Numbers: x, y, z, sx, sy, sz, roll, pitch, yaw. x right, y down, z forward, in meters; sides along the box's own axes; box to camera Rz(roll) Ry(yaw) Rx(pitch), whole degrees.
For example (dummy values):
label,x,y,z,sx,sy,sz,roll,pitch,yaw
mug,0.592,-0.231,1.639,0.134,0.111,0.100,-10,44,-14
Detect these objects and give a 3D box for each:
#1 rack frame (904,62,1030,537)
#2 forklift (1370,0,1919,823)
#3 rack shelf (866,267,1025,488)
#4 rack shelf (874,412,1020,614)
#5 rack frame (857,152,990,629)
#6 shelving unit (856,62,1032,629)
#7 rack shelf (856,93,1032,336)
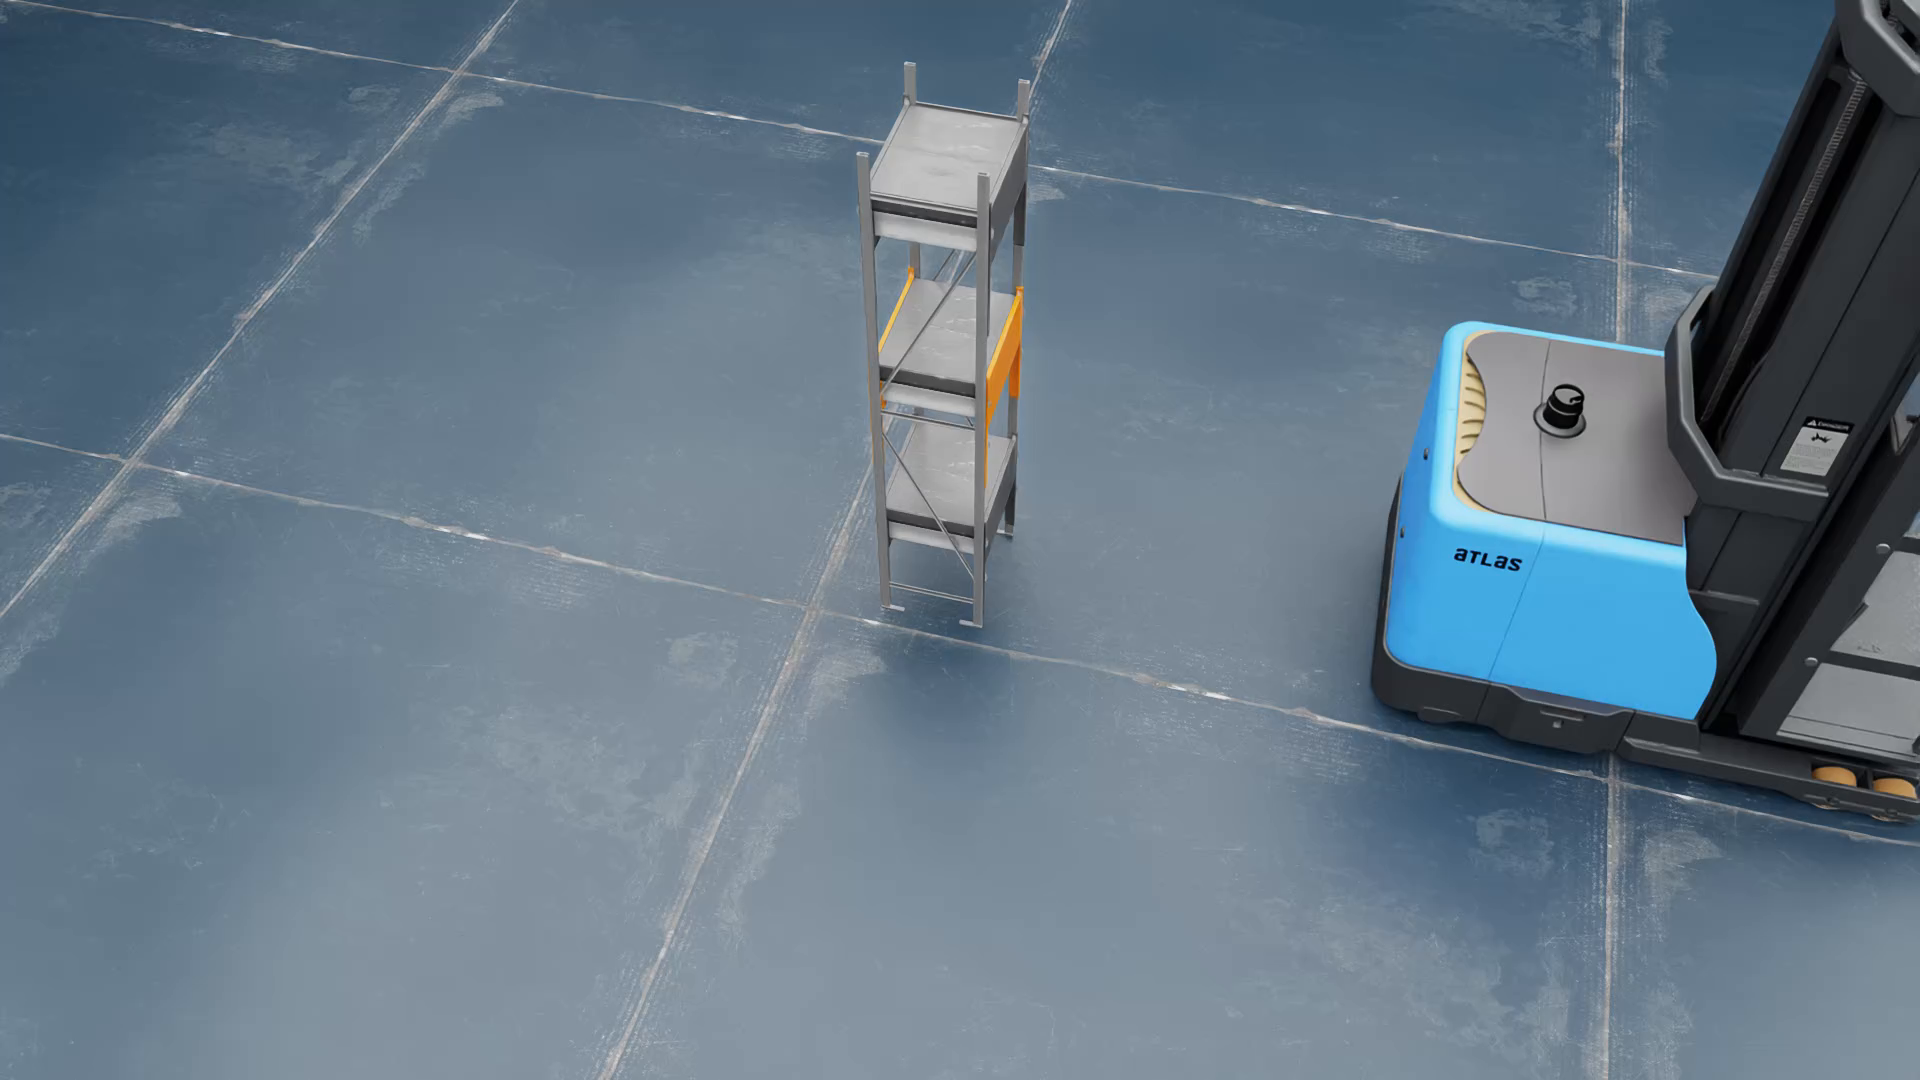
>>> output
label,x,y,z,sx,sy,sz,roll,pitch,yaw
rack frame,0.021,-0.752,5.932,0.400,2.100,0.015,12,50,10
forklift,3.082,-0.432,5.096,3.031,2.935,1.130,11,49,9
rack shelf,-0.044,-0.566,5.786,0.431,0.518,0.480,12,50,10
rack shelf,-0.044,-0.103,6.311,0.431,0.518,0.480,12,50,10
rack frame,-0.108,-0.399,5.620,0.400,2.100,0.015,12,50,10
shelving unit,-0.044,-0.575,5.776,0.431,2.100,0.503,12,50,10
rack shelf,-0.044,-1.029,5.261,0.431,0.518,0.480,12,50,10
